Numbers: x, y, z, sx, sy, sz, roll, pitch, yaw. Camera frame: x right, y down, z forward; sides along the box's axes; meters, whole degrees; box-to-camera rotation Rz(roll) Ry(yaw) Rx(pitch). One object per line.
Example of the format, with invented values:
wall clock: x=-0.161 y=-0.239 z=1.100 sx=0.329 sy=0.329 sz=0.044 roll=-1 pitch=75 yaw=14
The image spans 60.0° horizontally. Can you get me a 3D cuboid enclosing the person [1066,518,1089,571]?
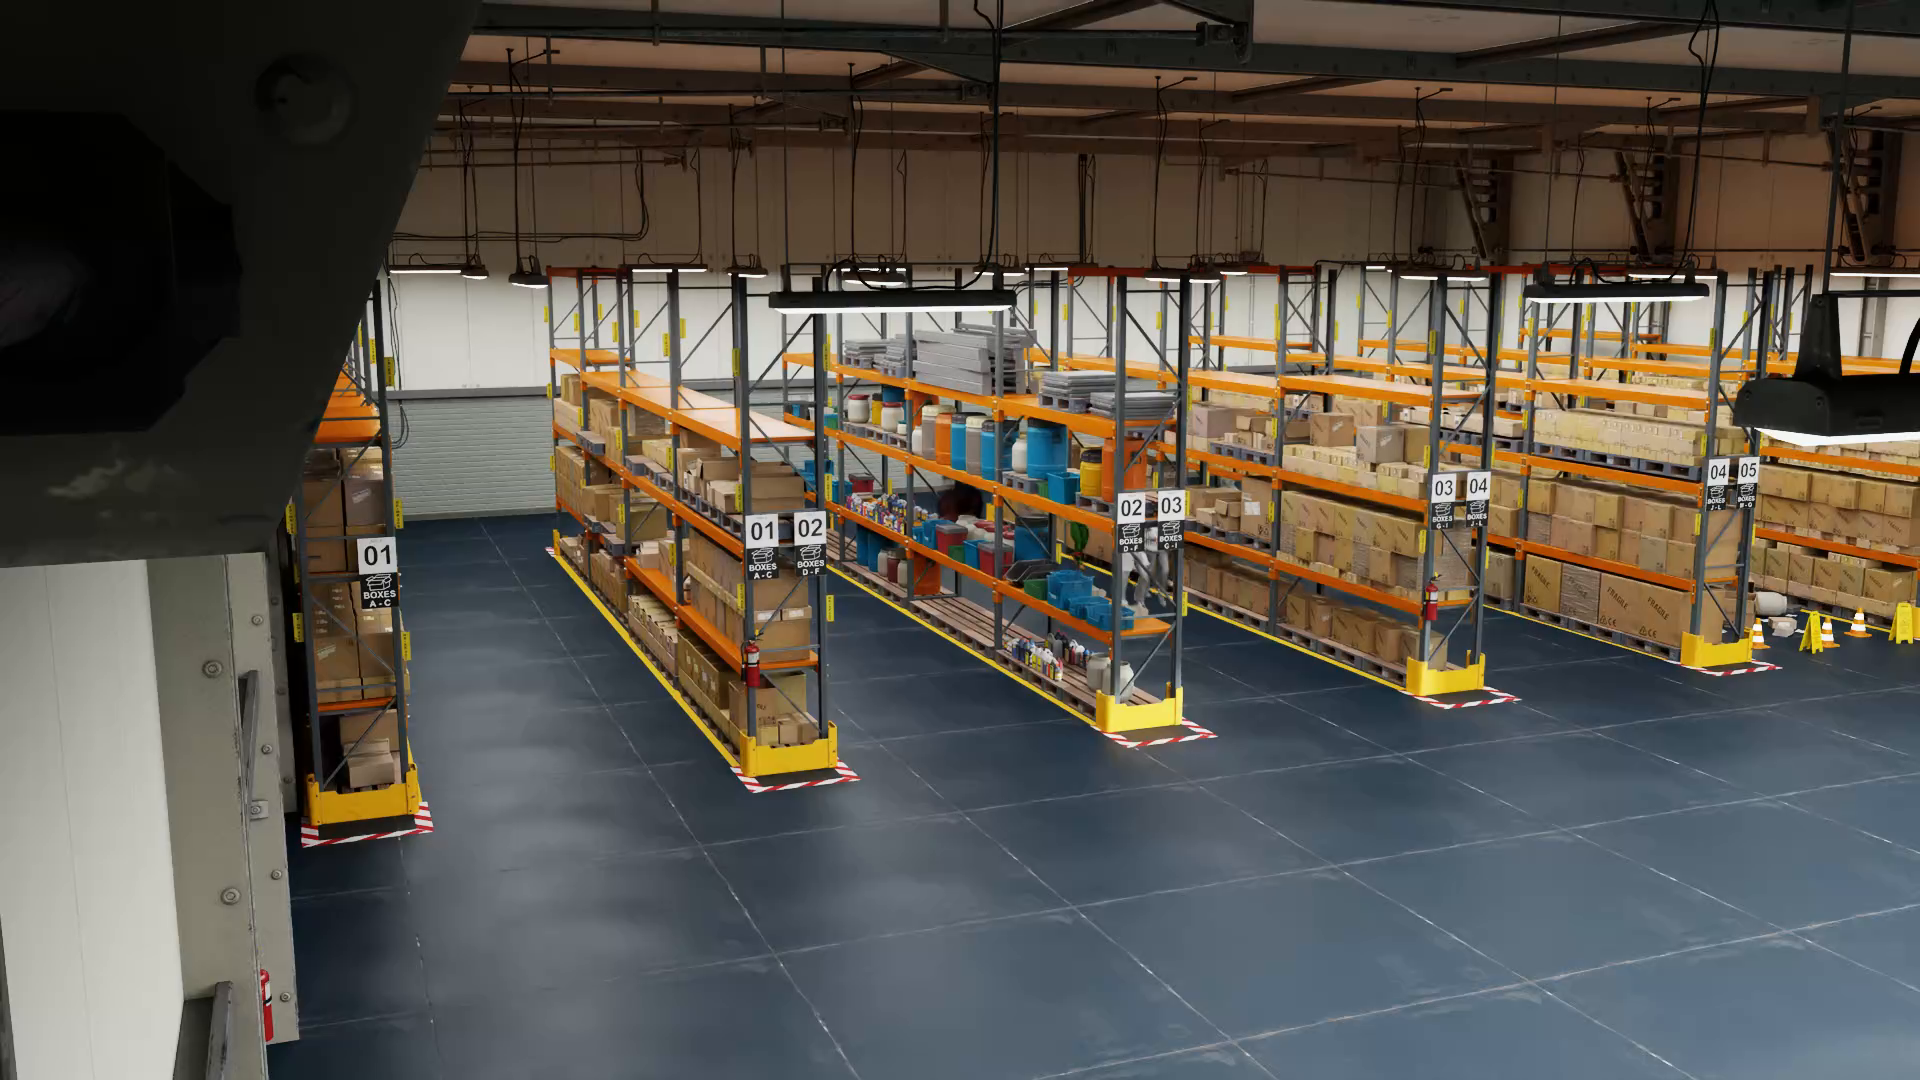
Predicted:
person: x=2.245 y=-0.340 z=31.822 sx=0.667 sy=1.785 sz=0.685 roll=-3 pitch=10 yaw=-19

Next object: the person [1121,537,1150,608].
person: x=2.946 y=0.314 z=28.184 sx=0.689 sy=1.877 sz=0.780 roll=-5 pitch=11 yaw=-28

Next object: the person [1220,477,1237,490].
person: x=6.663 y=-1.696 z=41.315 sx=0.712 sy=1.822 sz=0.647 roll=5 pitch=11 yaw=26

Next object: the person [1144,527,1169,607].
person: x=3.429 y=0.222 z=28.822 sx=0.671 sy=1.895 sz=0.725 roll=-4 pitch=11 yaw=-22
